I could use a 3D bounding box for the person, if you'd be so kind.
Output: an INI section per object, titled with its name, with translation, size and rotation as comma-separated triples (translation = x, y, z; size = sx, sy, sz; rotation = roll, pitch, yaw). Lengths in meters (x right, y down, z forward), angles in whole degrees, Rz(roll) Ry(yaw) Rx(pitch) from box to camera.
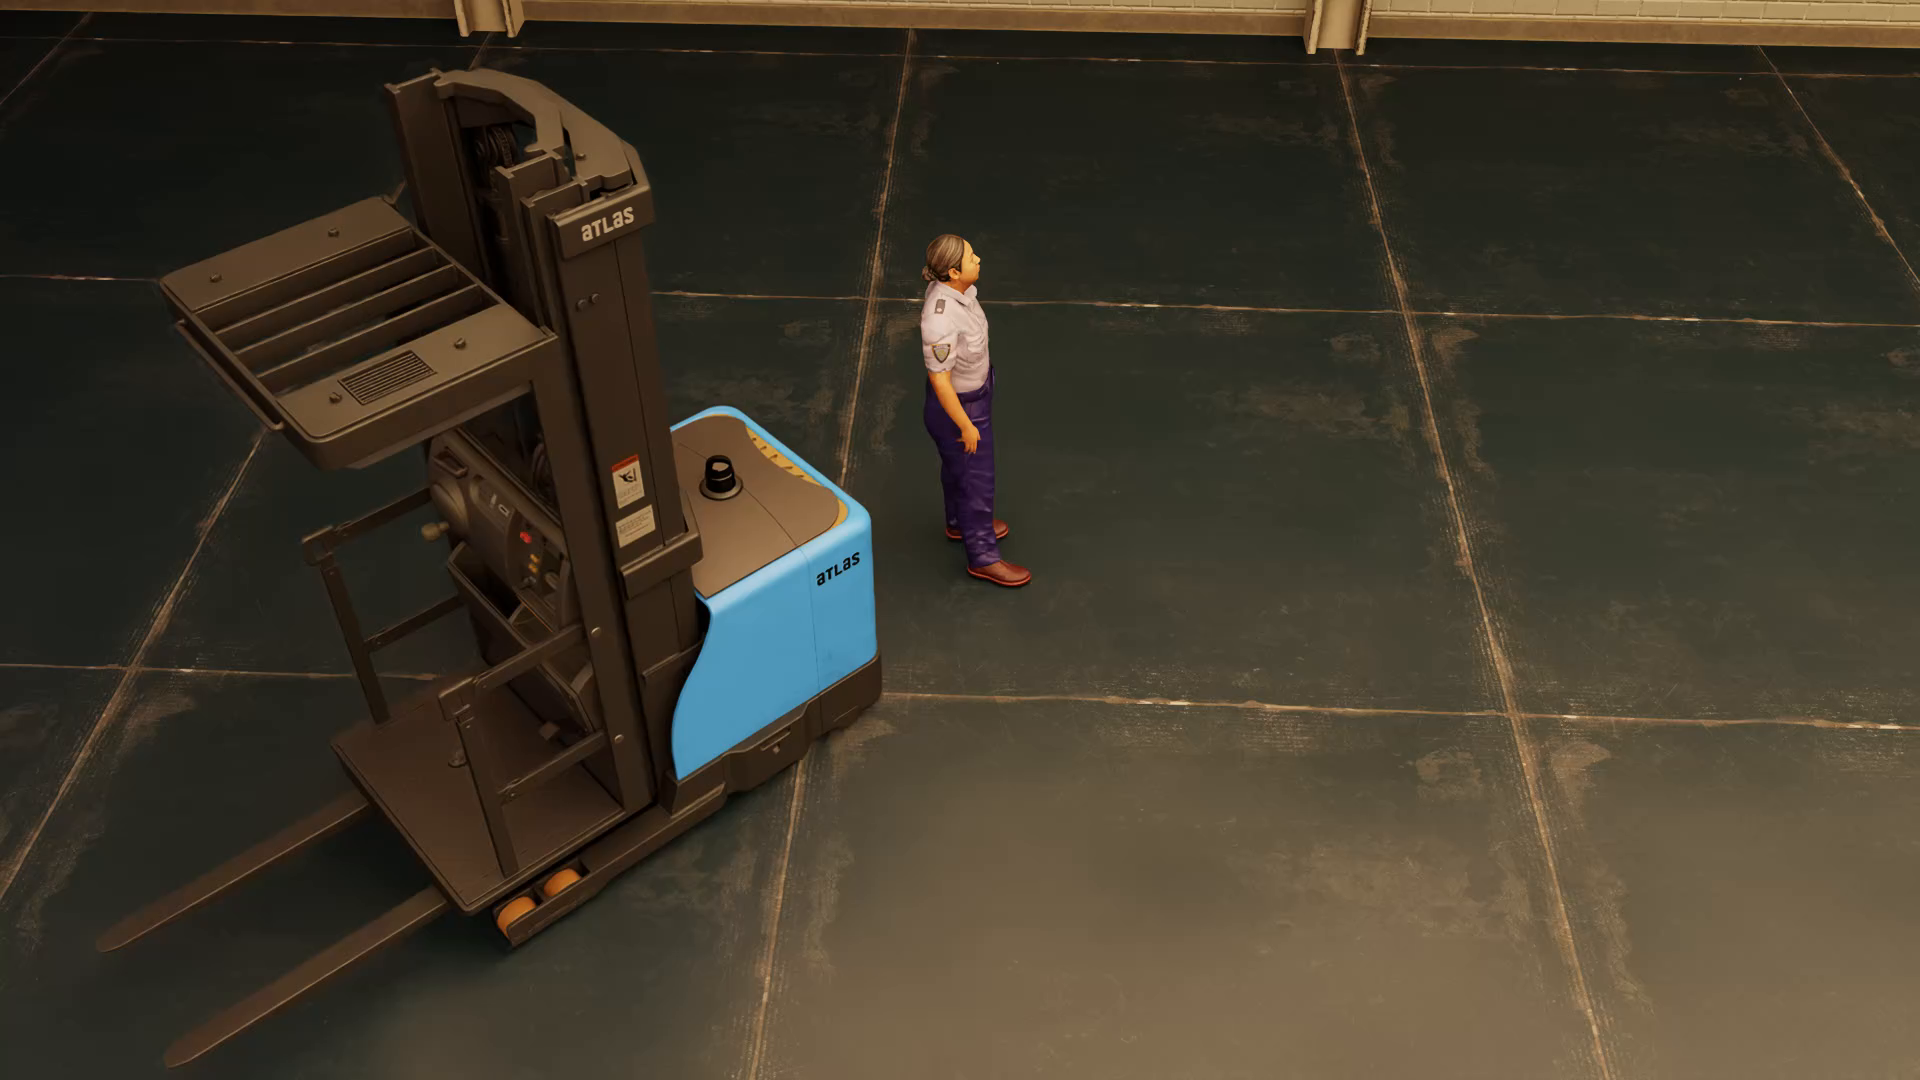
[person]
translation = 0.089, -0.595, 7.336
size = 0.502, 1.651, 0.598
rotation = 2, 42, 2

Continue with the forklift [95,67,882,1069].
[forklift]
translation = -1.768, 0.025, 5.715
size = 3.031, 2.935, 1.130
rotation = -31, 51, -29
